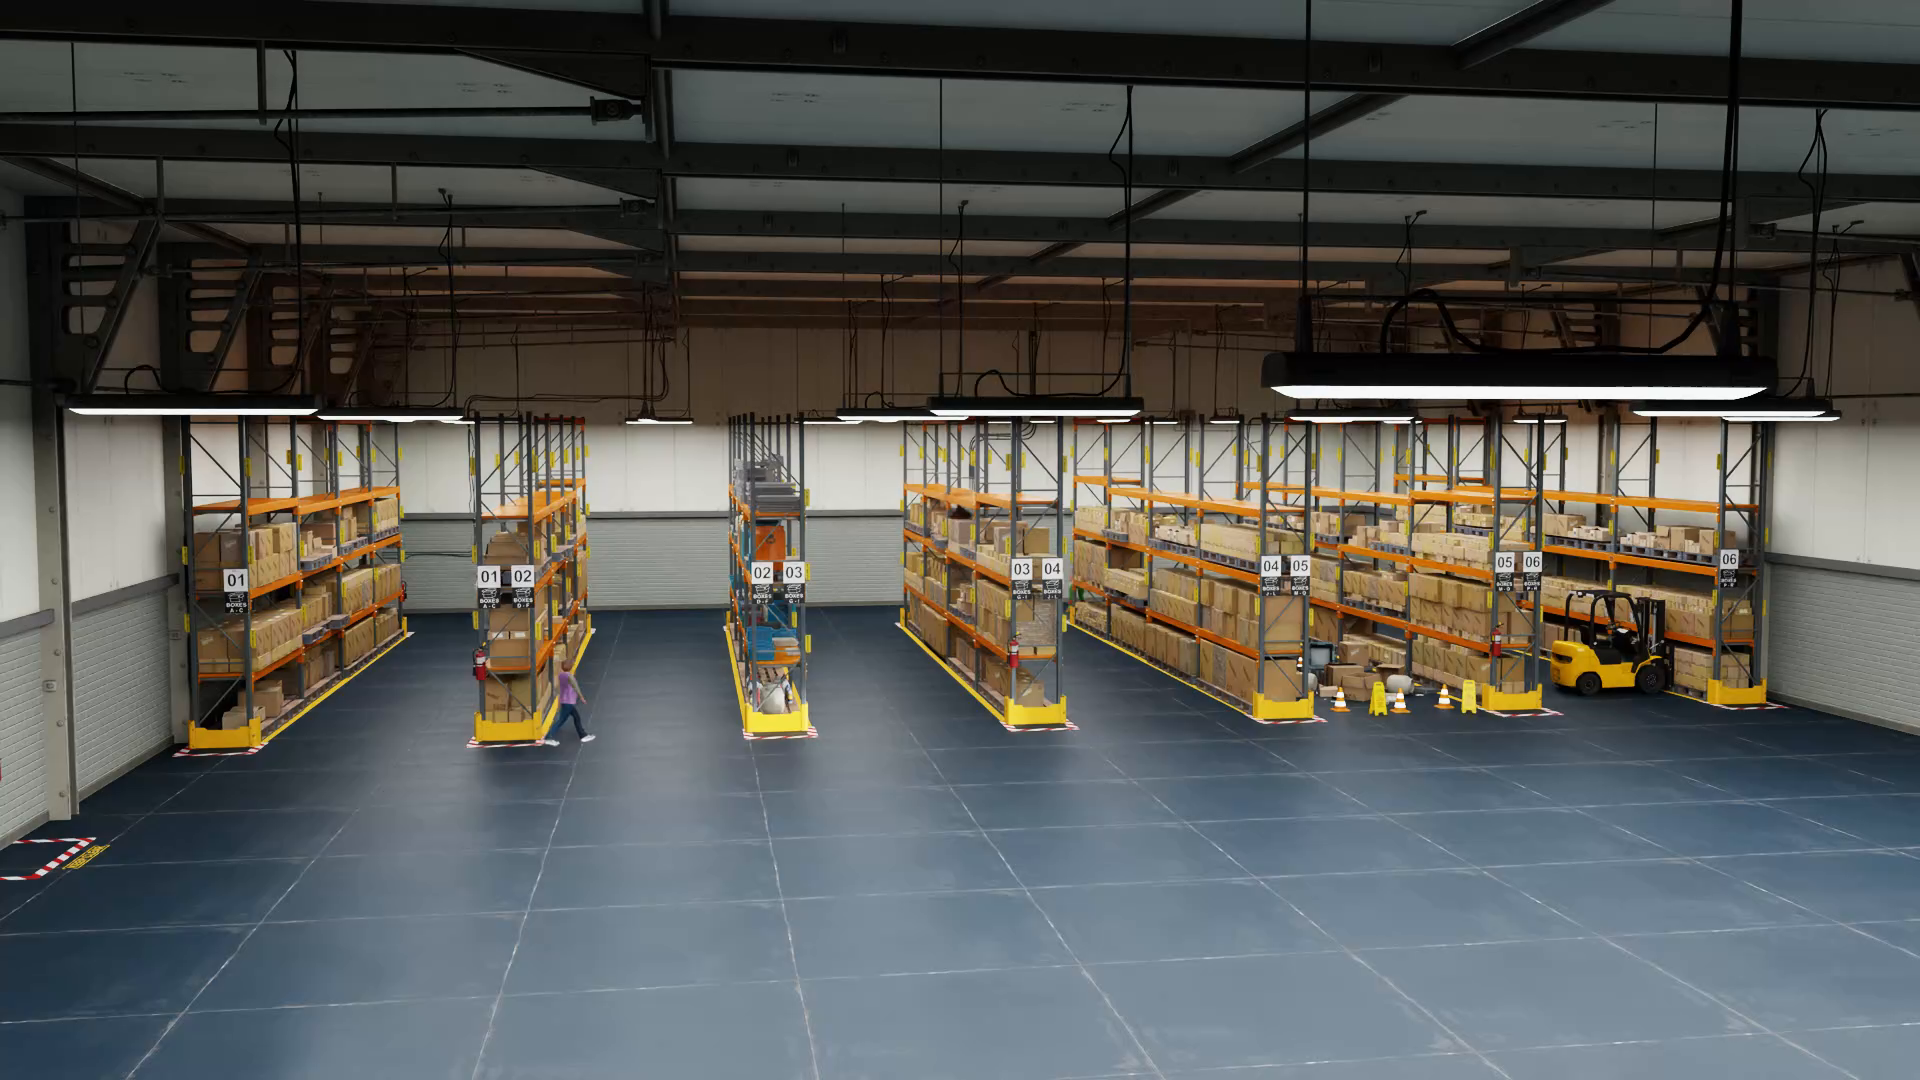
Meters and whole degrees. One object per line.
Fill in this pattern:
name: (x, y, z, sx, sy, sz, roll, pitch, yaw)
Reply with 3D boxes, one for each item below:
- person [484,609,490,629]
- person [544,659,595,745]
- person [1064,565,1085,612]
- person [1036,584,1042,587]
person: (-13.287, 1.685, 46.967, 0.465, 1.693, 0.467, 0, 4, -5)
person: (-6.992, 2.896, 29.827, 0.993, 1.528, 0.388, -3, 5, -35)
person: (3.553, 1.347, 51.154, 0.579, 1.733, 1.020, 2, 4, 27)
person: (2.373, 1.528, 49.271, 0.481, 1.667, 0.550, -2, 5, -31)
